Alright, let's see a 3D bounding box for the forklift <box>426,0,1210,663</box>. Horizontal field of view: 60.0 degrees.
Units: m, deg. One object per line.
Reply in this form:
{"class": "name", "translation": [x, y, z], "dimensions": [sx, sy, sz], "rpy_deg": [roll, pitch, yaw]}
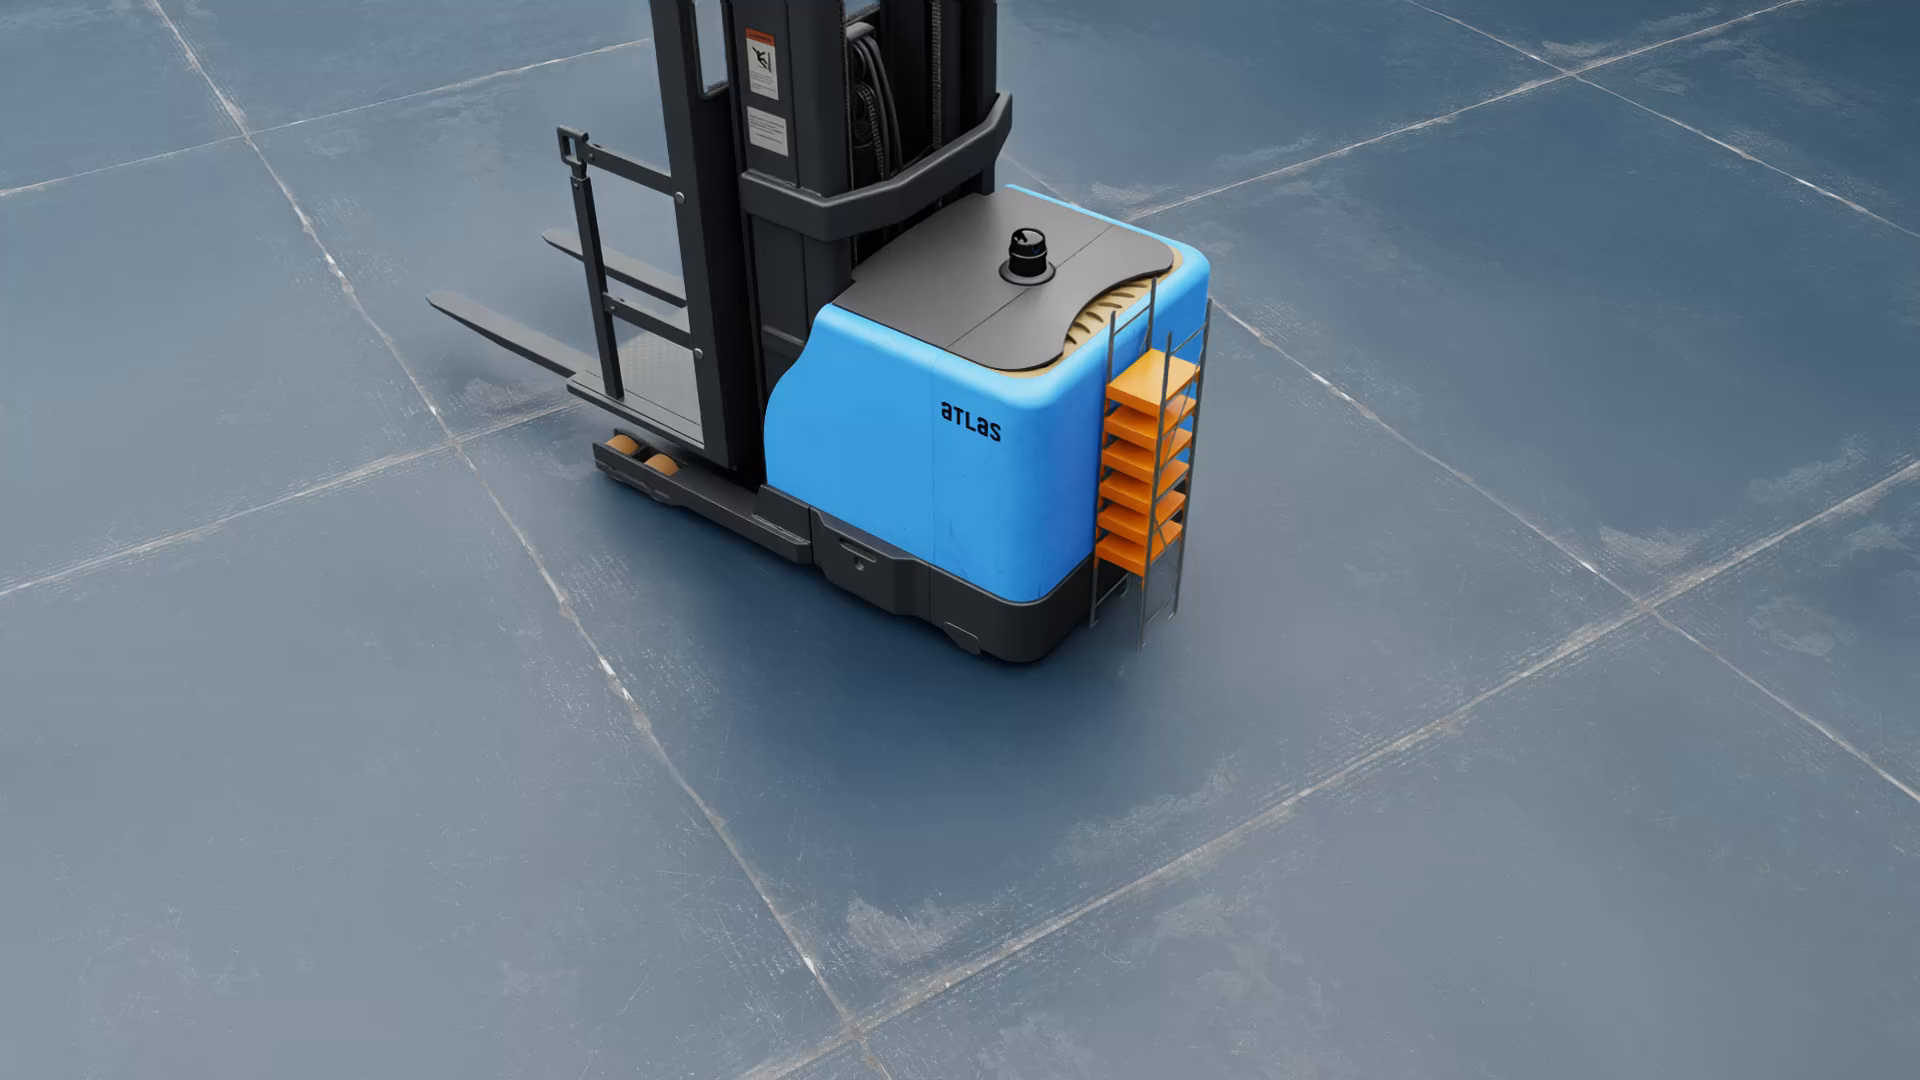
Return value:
{"class": "forklift", "translation": [-0.694, -1.508, 5.270], "dimensions": [3.031, 2.935, 1.130], "rpy_deg": [25, 46, 27]}

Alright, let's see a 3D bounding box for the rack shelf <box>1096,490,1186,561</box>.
{"class": "rack shelf", "translation": [0.567, -0.072, 5.157], "dimensions": [0.180, 0.103, 0.258], "rpy_deg": [25, 46, 27]}

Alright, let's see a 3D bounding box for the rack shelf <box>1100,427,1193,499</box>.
{"class": "rack shelf", "translation": [0.567, -0.257, 5.003], "dimensions": [0.180, 0.103, 0.258], "rpy_deg": [25, 46, 27]}

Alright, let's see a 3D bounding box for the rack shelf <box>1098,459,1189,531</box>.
{"class": "rack shelf", "translation": [0.567, -0.165, 5.080], "dimensions": [0.180, 0.103, 0.258], "rpy_deg": [25, 46, 27]}

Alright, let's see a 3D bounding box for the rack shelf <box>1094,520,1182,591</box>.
{"class": "rack shelf", "translation": [0.567, 0.020, 5.233], "dimensions": [0.180, 0.103, 0.258], "rpy_deg": [25, 46, 27]}

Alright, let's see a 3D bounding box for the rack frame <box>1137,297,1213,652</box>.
{"class": "rack frame", "translation": [0.640, -0.164, 5.009], "dimensions": [0.006, 1.200, 0.240], "rpy_deg": [25, 46, 27]}

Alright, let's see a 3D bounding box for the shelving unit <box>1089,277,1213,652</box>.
{"class": "shelving unit", "translation": [0.567, -0.199, 5.051], "dimensions": [0.189, 1.200, 0.258], "rpy_deg": [25, 46, 27]}

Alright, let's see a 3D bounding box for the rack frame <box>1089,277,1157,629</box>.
{"class": "rack frame", "translation": [0.493, -0.234, 5.093], "dimensions": [0.006, 1.200, 0.240], "rpy_deg": [25, 46, 27]}

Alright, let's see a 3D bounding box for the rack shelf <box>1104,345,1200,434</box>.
{"class": "rack shelf", "translation": [0.567, -0.441, 4.849], "dimensions": [0.180, 0.103, 0.258], "rpy_deg": [25, 46, 27]}

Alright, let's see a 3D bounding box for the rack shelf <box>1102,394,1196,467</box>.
{"class": "rack shelf", "translation": [0.567, -0.349, 4.926], "dimensions": [0.180, 0.103, 0.258], "rpy_deg": [25, 46, 27]}
